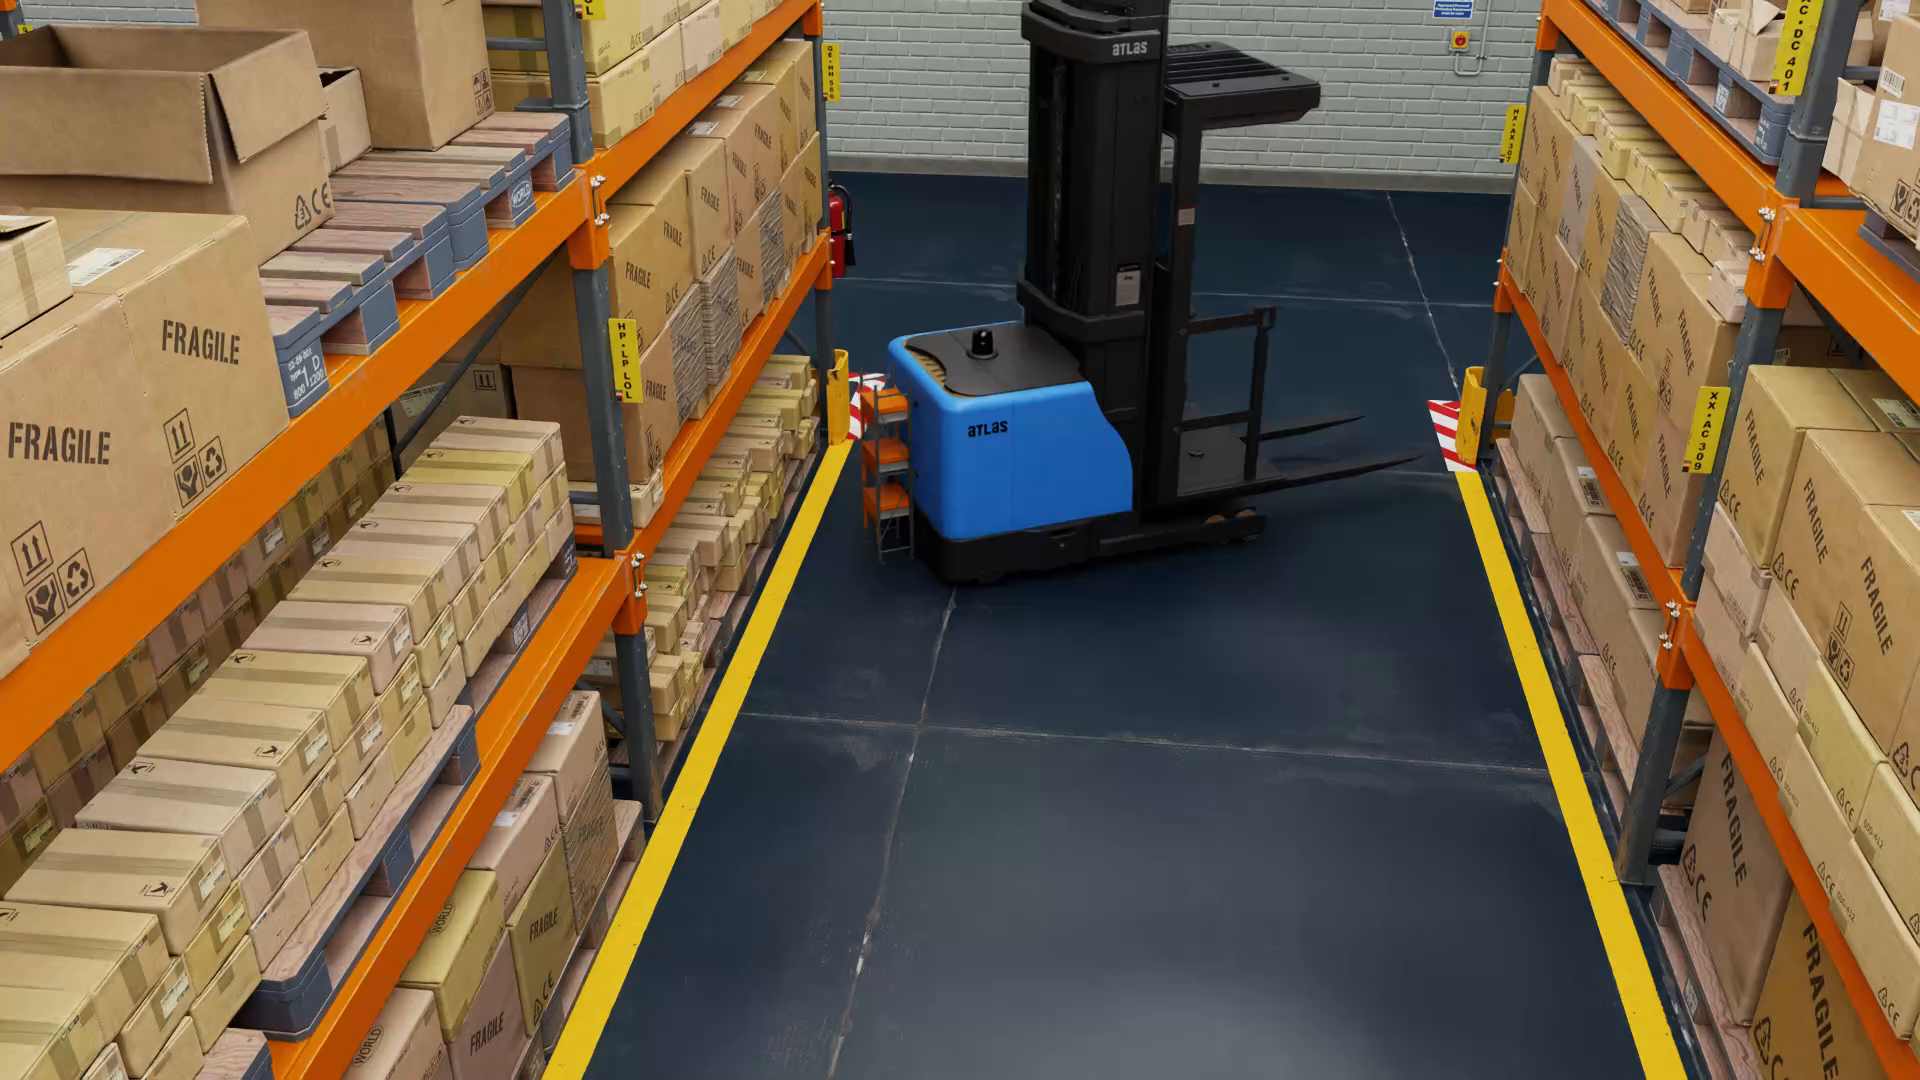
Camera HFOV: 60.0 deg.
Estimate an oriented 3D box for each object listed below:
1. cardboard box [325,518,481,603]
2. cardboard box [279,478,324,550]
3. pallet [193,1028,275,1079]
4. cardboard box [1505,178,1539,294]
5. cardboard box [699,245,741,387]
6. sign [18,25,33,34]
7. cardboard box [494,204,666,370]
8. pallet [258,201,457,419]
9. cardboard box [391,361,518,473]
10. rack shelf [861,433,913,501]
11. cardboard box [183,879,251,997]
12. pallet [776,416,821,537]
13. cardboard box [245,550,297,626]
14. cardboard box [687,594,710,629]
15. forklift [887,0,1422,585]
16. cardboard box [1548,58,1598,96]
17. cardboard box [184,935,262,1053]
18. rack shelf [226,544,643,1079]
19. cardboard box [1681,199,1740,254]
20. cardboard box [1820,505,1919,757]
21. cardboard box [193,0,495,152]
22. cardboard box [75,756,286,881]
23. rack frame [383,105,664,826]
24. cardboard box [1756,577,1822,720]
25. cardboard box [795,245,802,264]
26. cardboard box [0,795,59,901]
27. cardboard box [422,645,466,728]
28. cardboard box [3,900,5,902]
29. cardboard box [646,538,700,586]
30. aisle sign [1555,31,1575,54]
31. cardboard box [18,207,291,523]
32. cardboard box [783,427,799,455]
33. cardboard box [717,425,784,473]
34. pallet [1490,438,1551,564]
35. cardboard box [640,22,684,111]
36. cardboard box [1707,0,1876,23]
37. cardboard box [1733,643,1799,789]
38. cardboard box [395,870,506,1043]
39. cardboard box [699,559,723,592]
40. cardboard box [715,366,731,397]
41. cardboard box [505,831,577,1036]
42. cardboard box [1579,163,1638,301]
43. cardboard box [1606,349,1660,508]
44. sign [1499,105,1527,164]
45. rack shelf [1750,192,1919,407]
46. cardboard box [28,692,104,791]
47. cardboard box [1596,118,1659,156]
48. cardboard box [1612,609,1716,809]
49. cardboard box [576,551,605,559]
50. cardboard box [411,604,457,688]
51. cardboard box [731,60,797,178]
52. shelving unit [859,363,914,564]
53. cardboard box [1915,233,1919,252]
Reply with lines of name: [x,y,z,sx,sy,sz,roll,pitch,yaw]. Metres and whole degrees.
cardboard box: [-1.726,0.061,5.168,0.380,0.149,0.250,3,28,6]
cardboard box: [-2.340,-0.100,5.467,0.380,0.149,0.250,4,29,7]
pallet: [-2.281,1.451,3.596,1.213,0.211,1.003,3,28,6]
cardboard box: [3.299,-1.652,9.048,0.500,0.500,0.500,3,28,6]
cardboard box: [-1.311,-1.036,7.592,0.500,0.500,0.500,3,28,5]
sign: [-5.656,-2.969,10.128,0.100,0.325,0.005,3,28,6]
cardboard box: [-1.476,-0.988,6.448,0.500,0.500,0.500,4,29,7]
pallet: [-2.078,-0.639,4.310,1.213,0.211,1.003,3,28,6]
cardboard box: [-1.994,-0.593,6.770,0.500,0.500,0.500,3,28,6]
rack shelf: [-0.390,-0.393,8.894,0.215,0.259,0.240,-10,30,-18]
cardboard box: [-1.913,0.915,3.897,0.380,0.149,0.250,3,29,6]
pallet: [-1.427,-0.413,9.795,1.003,0.211,1.213,3,28,6]
cardboard box: [-2.370,0.145,5.326,0.380,0.149,0.250,2,28,4]
cardboard box: [-1.416,0.375,7.953,0.380,0.149,0.250,3,28,5]
forklift: [1.162,-1.480,8.908,3.031,2.935,1.130,-10,30,-18]
cardboard box: [3.324,-2.436,8.765,0.380,0.149,0.250,4,29,7]
cardboard box: [-1.910,1.055,3.951,0.380,0.149,0.250,5,29,9]
rack shelf: [-2.018,1.084,4.834,1.077,0.370,4.000,3,28,6]
cardboard box: [3.068,-1.222,6.513,0.380,0.149,0.250,3,28,6]
cardboard box: [2.714,0.249,4.466,0.500,0.500,0.500,3,28,5]
cardboard box: [-1.928,-1.552,5.257,0.700,0.500,0.500,3,28,6]
cardboard box: [-1.885,0.672,4.035,0.380,0.149,0.250,5,29,9]
rack frame: [-1.773,-0.174,6.411,1.000,3.000,0.127,3,28,6]
cardboard box: [2.783,0.349,5.070,0.500,0.250,0.500,4,29,7]
cardboard box: [-1.110,-1.662,9.437,0.380,0.149,0.250,3,28,6]
cardboard box: [-2.530,0.760,4.186,0.380,0.149,0.250,3,28,6]
cardboard box: [-1.748,0.439,5.095,0.380,0.149,0.250,2,28,4]
cardboard box: [-2.530,0.894,4.251,0.380,0.149,0.250,2,28,4]
cardboard box: [-1.441,0.112,7.816,0.380,0.149,0.250,3,28,5]
aisle sign: [3.364,-3.012,8.938,0.394,0.787,0.004,3,28,6]
cardboard box: [-1.818,-0.381,3.526,0.500,0.500,0.500,3,28,6]
cardboard box: [-1.126,-0.608,9.466,0.380,0.149,0.250,2,28,4]
cardboard box: [-1.162,-0.493,8.938,0.380,0.149,0.250,4,29,8]
pallet: [3.622,-0.209,9.415,1.003,0.211,1.213,3,28,6]
cardboard box: [-1.402,-1.868,6.550,0.500,0.250,0.500,3,28,5]
cardboard box: [3.286,-2.166,6.288,0.797,0.503,0.637,6,29,10]
cardboard box: [2.775,0.567,5.193,0.500,0.250,0.500,3,28,5]
cardboard box: [-1.740,1.267,5.137,0.500,0.250,0.500,2,28,4]
cardboard box: [-1.382,0.117,8.120,0.380,0.149,0.250,5,29,9]
cardboard box: [-1.300,-0.801,7.839,0.380,0.149,0.250,5,29,8]
cardboard box: [-1.677,1.346,5.782,0.500,0.500,0.500,3,28,5]
cardboard box: [3.129,-1.371,7.472,0.500,0.500,0.500,3,29,6]
cardboard box: [3.013,-0.454,6.825,0.500,0.500,0.500,3,28,5]
sign: [3.093,-2.268,9.301,0.100,0.325,0.005,3,28,6]
rack shelf: [2.907,0.003,3.677,1.077,0.370,4.000,3,28,6]
cardboard box: [-2.497,0.506,4.342,0.380,0.149,0.250,5,29,9]
cardboard box: [3.151,-1.826,7.633,0.380,0.149,0.250,4,29,7]
cardboard box: [3.336,0.720,7.010,0.875,0.438,0.875,3,28,5]
cardboard box: [-1.863,0.094,7.849,0.380,0.149,0.250,4,29,8]
cardboard box: [-1.752,0.311,5.018,0.380,0.149,0.250,2,28,4]
cardboard box: [-1.154,-2.204,8.705,0.500,0.500,0.500,2,28,4]
shelving unit: [-0.390,-0.402,8.889,0.215,1.050,0.252,-10,30,-18]
cardboard box: [2.650,-0.762,4.142,0.380,0.166,0.250,1,28,3]
